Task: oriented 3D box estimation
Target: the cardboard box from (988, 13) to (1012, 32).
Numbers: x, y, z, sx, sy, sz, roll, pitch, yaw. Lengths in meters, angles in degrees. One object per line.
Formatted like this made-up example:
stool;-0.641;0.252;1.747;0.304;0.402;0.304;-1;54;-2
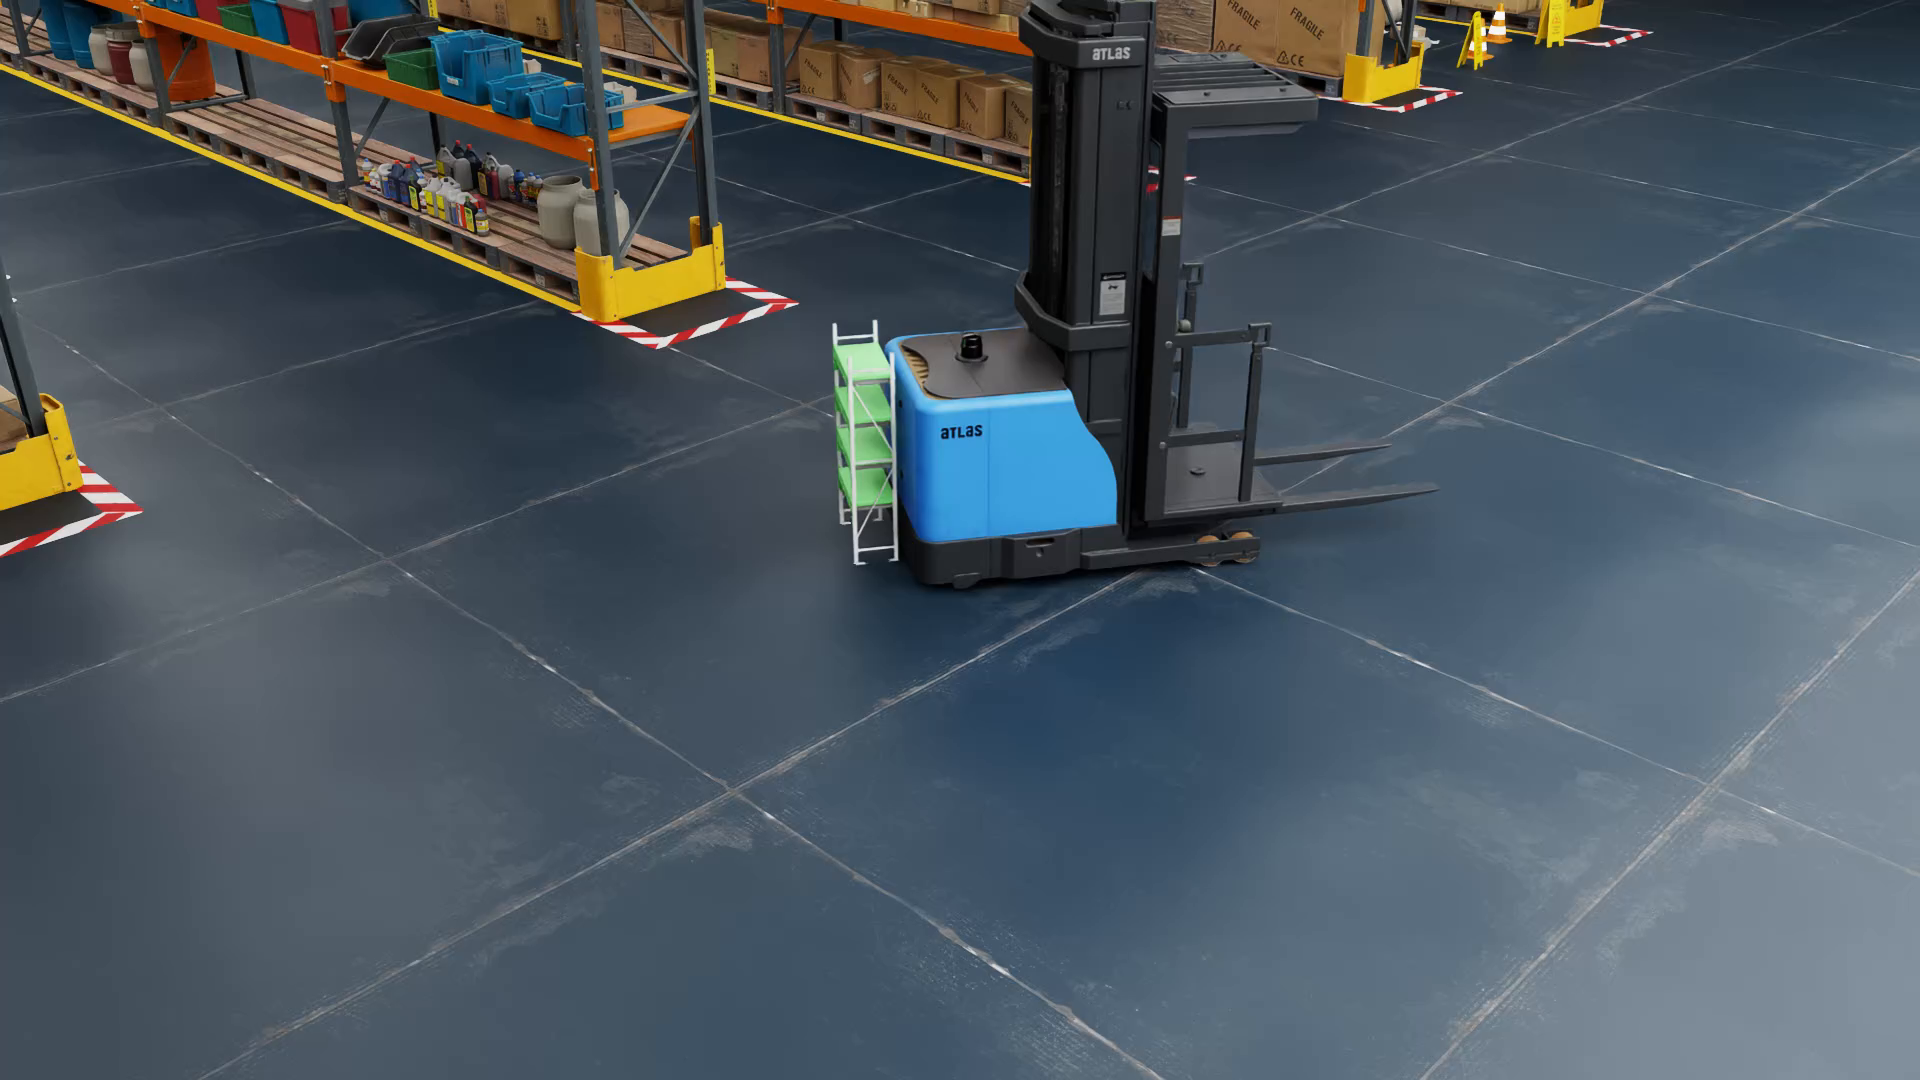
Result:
cardboard box;0.482;-4.867;15.552;0.250;0.149;0.380;25;36;38

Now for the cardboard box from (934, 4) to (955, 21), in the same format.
cardboard box;-0.029;-5.123;16.039;0.250;0.149;0.380;25;36;38

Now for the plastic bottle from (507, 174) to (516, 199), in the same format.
plastic bottle;-3.858;-3.058;14.377;0.097;0.201;0.097;0;28;0

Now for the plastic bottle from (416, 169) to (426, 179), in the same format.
plastic bottle;-4.630;-3.047;14.281;0.097;0.271;0.097;0;28;0

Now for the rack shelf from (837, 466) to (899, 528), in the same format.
rack shelf;-0.508;-0.252;9.094;0.258;0.148;0.480;-6;28;-11

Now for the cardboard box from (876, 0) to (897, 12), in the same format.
cardboard box;-0.609;-5.346;16.464;0.250;0.149;0.380;25;36;38

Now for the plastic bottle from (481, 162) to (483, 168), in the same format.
plastic bottle;-4.159;-3.244;14.643;0.061;0.283;0.133;-22;35;-36

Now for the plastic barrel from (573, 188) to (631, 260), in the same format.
plastic barrel;-2.773;-2.437;12.884;0.421;0.512;0.421;0;28;0

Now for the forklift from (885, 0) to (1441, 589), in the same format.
forklift;1.150;-1.386;8.736;3.031;2.935;1.130;-6;28;-11

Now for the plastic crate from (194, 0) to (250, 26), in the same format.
plastic crate;-7.017;-5.173;15.796;0.583;0.464;0.402;25;36;38

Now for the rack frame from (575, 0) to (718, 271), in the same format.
rack frame;-2.250;-3.163;12.043;0.127;3.000;1.000;25;36;38

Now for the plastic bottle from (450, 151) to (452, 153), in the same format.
plastic bottle;-4.528;-3.413;14.964;0.061;0.283;0.133;-23;36;-37

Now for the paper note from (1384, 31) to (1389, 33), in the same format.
paper note;5.600;-6.751;22.069;0.148;0.019;0.142;-13;30;-22

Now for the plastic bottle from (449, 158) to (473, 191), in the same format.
plastic bottle;-4.390;-3.223;14.611;0.135;0.276;0.152;25;36;38

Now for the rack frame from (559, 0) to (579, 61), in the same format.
rack frame;-4.482;-7.417;20.133;0.127;3.000;1.000;25;36;38

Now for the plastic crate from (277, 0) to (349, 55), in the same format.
plastic crate;-5.662;-4.553;14.617;0.583;0.464;0.402;25;36;38

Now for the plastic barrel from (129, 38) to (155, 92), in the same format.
plastic barrel;-8.781;-5.167;18.075;0.421;0.512;0.421;0;28;0

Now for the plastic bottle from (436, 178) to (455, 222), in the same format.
plastic bottle;-4.248;-2.829;13.780;0.144;0.351;0.185;-24;36;-37

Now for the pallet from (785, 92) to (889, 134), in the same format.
pallet;-1.126;-4.671;17.906;1.213;0.211;1.003;25;36;38

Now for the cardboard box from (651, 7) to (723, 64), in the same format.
cardboard box;-3.177;-5.934;19.526;0.700;0.500;0.500;-22;35;-35

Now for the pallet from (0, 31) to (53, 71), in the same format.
pallet;-11.359;-6.072;20.570;1.213;0.211;1.003;25;36;38

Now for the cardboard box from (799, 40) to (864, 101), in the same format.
cardboard box;-1.373;-5.048;17.862;0.500;0.500;0.500;23;36;37

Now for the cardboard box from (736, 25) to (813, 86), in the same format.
cardboard box;-2.053;-5.408;18.525;0.500;0.500;0.700;21;34;35

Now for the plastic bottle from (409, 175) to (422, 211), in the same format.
plastic bottle;-4.595;-2.931;14.046;0.061;0.283;0.133;-23;36;-37

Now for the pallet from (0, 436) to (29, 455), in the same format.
pallet;-6.300;-0.522;10.016;1.213;0.211;1.003;25;36;38

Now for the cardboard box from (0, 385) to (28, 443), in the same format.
cardboard box;-5.952;-0.738;9.934;0.500;0.250;0.500;25;36;38

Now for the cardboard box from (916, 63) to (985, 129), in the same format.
cardboard box;-0.095;-4.490;16.801;0.500;0.500;0.500;-21;34;-35

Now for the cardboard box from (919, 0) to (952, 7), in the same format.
cardboard box;0.082;-5.472;16.007;0.500;0.500;0.875;25;36;38

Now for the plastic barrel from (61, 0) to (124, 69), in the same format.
plastic barrel;-9.926;-5.922;19.092;0.708;0.901;0.600;25;36;38

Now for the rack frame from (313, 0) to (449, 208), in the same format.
rack frame;-5.103;-4.468;14.525;0.127;3.000;1.000;25;36;38

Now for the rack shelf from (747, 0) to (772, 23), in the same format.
rack shelf;-3.056;-6.446;19.060;4.000;0.370;1.077;25;36;38

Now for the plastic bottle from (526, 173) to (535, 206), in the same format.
plastic bottle;-3.640;-2.990;14.172;0.097;0.271;0.097;0;28;0

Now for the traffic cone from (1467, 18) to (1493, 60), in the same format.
traffic cone;6.423;-6.206;20.555;0.334;0.463;0.336;25;36;38

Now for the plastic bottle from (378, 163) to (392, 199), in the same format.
plastic bottle;-4.933;-3.112;14.399;0.152;0.276;0.135;-24;36;-37

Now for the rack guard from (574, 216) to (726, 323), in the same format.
rack guard;-2.337;-2.066;12.642;0.348;0.500;1.175;25;36;38

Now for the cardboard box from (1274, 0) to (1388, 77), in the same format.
cardboard box;4.242;-5.865;19.012;0.875;0.875;0.875;25;37;39

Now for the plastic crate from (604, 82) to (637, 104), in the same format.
plastic crate;-2.663;-3.445;12.863;0.250;0.136;0.298;25;36;38

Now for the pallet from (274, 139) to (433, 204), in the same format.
pallet;-5.690;-3.478;15.637;1.213;0.211;1.003;25;36;38

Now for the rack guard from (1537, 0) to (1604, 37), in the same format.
rack guard;8.116;-7.014;22.052;0.348;0.500;1.175;25;36;38

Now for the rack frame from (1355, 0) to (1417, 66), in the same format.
rack frame;4.772;-6.420;18.237;0.127;3.000;1.000;25;36;38

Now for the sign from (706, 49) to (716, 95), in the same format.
sign;-1.861;-3.467;12.323;0.005;0.325;0.100;25;36;38

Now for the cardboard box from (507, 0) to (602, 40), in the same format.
cardboard box;-4.960;-6.895;20.971;0.875;0.875;1.225;23;35;36

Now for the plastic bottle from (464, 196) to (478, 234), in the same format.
plastic bottle;-3.963;-2.642;13.497;0.061;0.283;0.133;-24;36;-38

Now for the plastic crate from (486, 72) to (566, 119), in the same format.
plastic crate;-3.276;-3.375;12.606;0.408;0.251;0.499;25;36;38

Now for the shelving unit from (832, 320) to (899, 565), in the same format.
shelving unit;-0.508;-0.521;8.952;0.258;1.200;0.503;-6;28;-11

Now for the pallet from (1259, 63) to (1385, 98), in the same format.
pallet;4.147;-5.421;19.332;1.213;0.211;1.003;25;36;38

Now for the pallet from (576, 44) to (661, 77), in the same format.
pallet;-3.926;-5.928;20.296;1.213;0.211;1.003;25;36;38

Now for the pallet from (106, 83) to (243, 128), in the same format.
pallet;-8.546;-4.783;18.119;1.213;0.211;1.003;25;36;38

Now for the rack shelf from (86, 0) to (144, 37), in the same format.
rack shelf;-9.381;-6.108;18.416;4.000;0.370;1.077;25;36;38

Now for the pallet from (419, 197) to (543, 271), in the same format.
pallet;-3.779;-2.603;13.974;1.213;0.211;1.003;25;36;38

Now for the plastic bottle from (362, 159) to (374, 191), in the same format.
plastic bottle;-5.183;-3.206;14.583;0.097;0.271;0.097;0;28;0

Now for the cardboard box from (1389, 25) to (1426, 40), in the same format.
cardboard box;5.820;-6.591;21.625;0.380;0.149;0.250;-7;29;-14

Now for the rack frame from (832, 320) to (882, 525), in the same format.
rack frame;-0.561;-0.632;9.163;0.240;1.200;0.015;-6;28;-11

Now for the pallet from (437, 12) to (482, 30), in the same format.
pallet;-6.732;-7.262;22.833;1.213;0.211;1.003;25;36;38

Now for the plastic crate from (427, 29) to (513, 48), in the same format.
plastic crate;-4.123;-4.132;14.044;0.616;0.251;0.499;25;36;38

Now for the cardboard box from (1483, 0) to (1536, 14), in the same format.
cardboard box;7.388;-7.247;22.312;0.500;0.250;0.500;24;36;38
